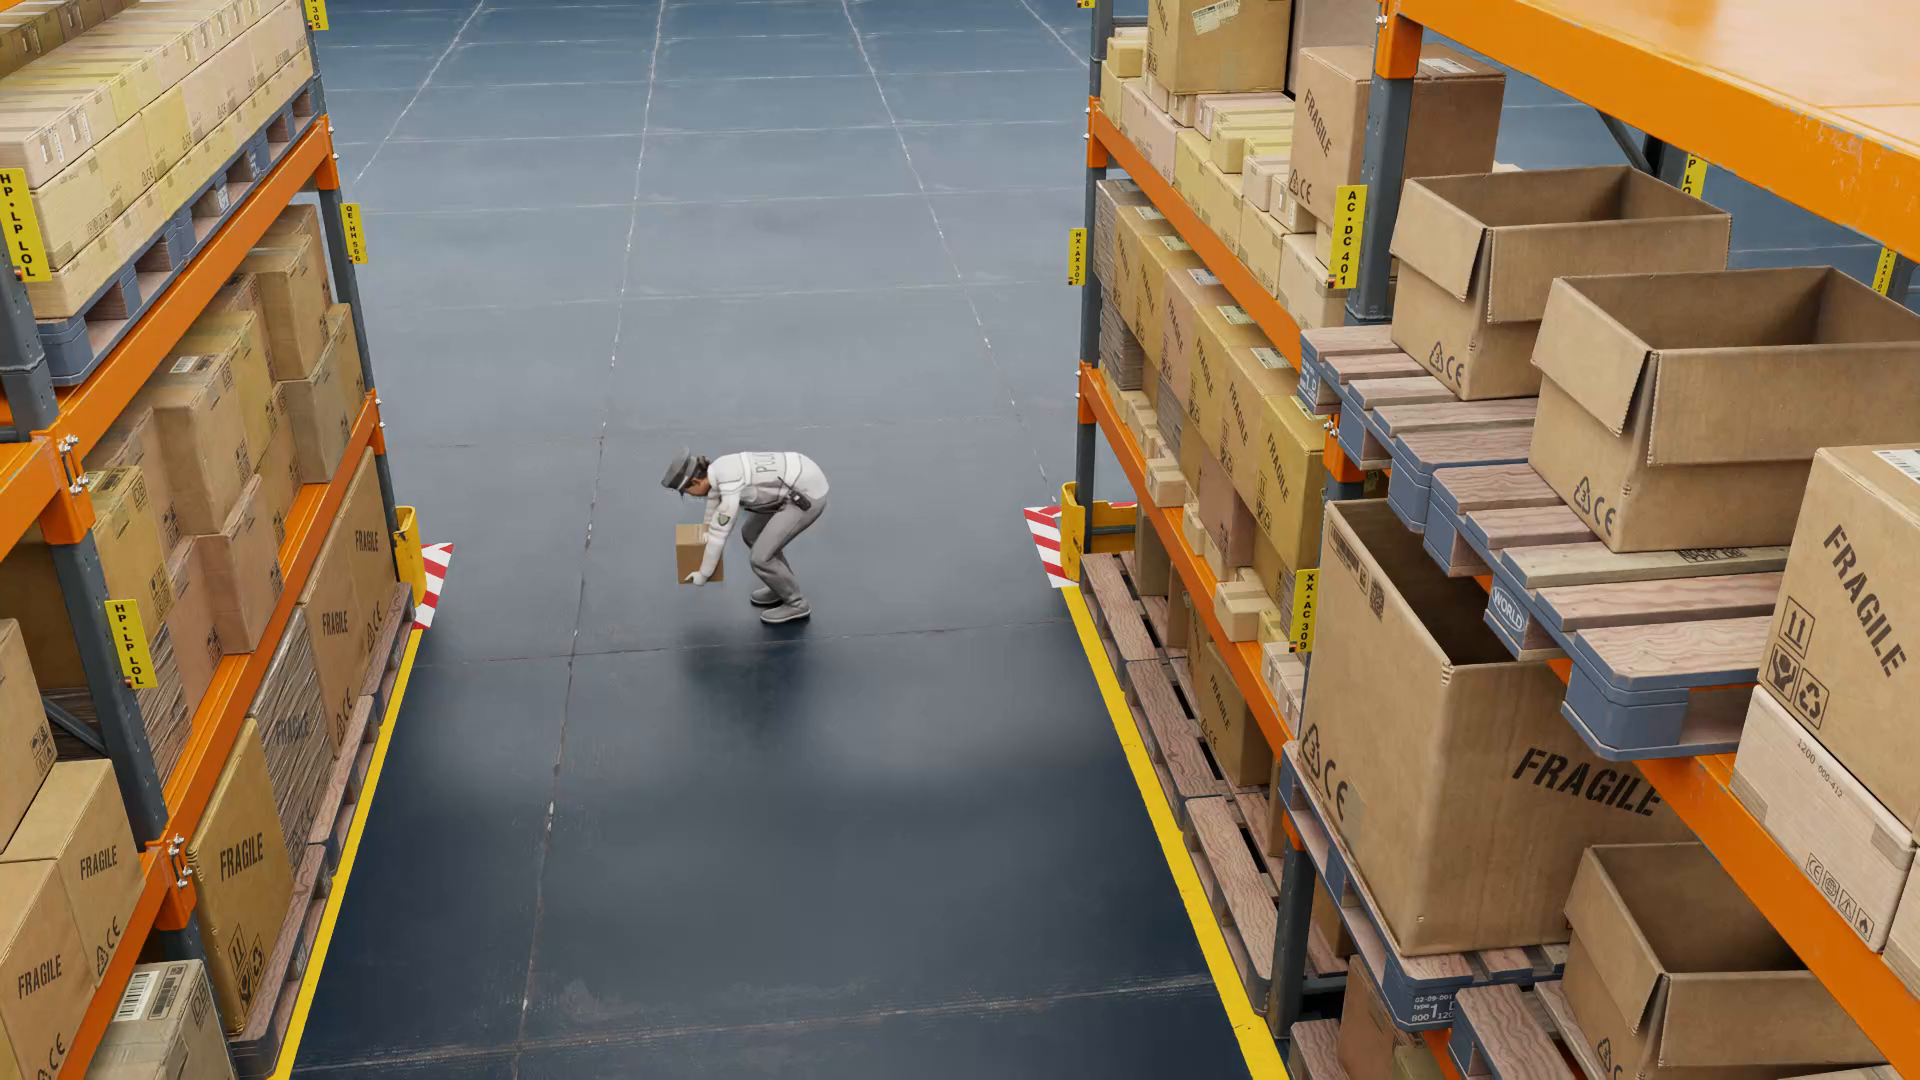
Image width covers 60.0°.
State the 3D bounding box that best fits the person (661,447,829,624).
[{"bbox_3d":[-1.194,-0.053,9.395,0.921,1.048,0.451,-5,28,-10],"label":"person"}]
